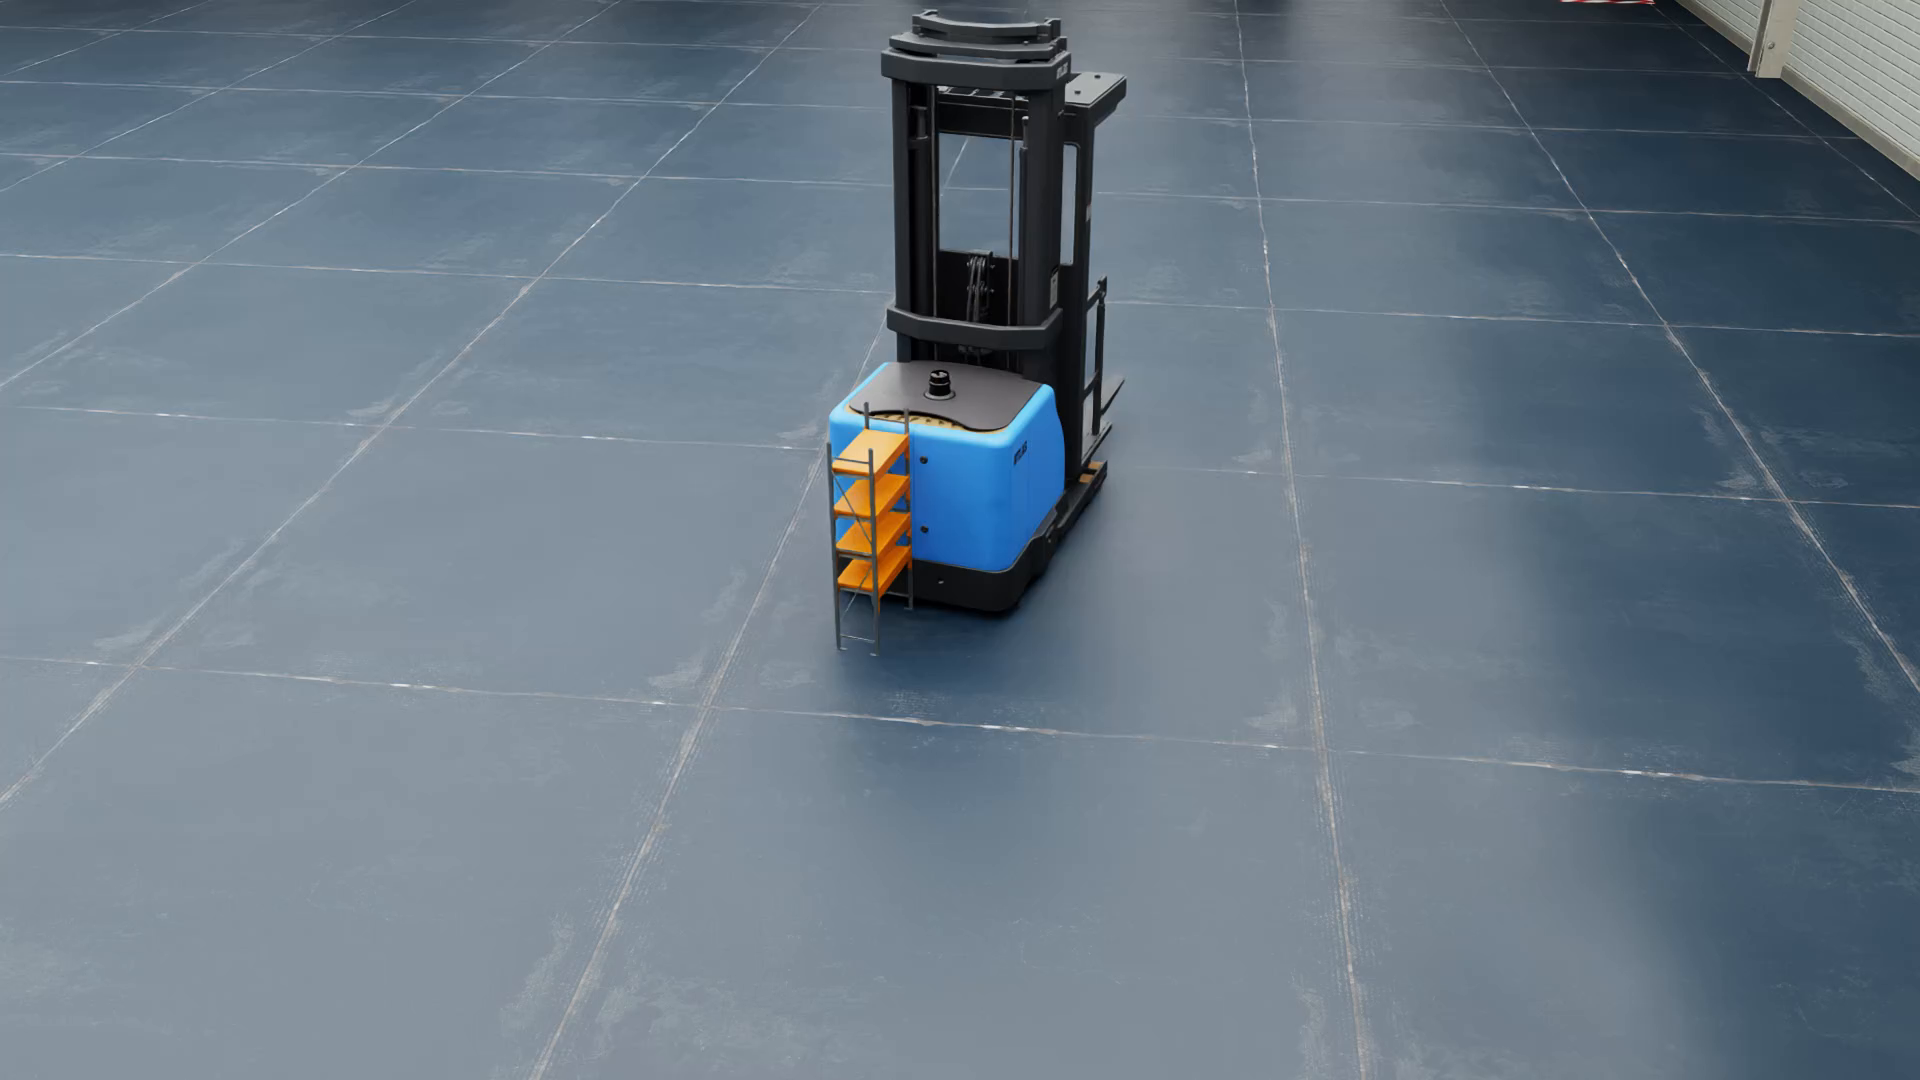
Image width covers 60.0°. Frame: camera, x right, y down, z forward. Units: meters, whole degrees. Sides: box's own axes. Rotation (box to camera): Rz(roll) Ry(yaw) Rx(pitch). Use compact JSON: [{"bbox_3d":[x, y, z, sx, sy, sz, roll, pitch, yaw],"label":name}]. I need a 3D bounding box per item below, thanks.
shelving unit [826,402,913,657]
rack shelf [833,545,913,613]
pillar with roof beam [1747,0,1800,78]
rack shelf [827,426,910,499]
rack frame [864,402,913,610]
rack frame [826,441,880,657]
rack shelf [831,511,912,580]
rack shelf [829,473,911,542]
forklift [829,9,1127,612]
[{"bbox_3d":[-0.453,-0.050,8.569,0.258,1.200,0.503,9,31,17],"label":"shelving unit"},{"bbox_3d":[-0.451,0.182,8.699,0.258,0.148,0.480,9,31,17],"label":"rack shelf"},{"bbox_3d":[5.564,-9.908,18.653,9.100,9.000,0.400,3,28,6],"label":"pillar with roof beam"},{"bbox_3d":[-0.455,-0.393,8.376,0.258,0.148,0.480,9,31,17],"label":"rack shelf"},{"bbox_3d":[-0.373,-0.163,8.769,0.240,1.200,0.015,9,31,17],"label":"rack frame"},{"bbox_3d":[-0.533,0.063,8.368,0.240,1.200,0.015,9,31,17],"label":"rack frame"},{"bbox_3d":[-0.453,0.009,8.602,0.258,0.148,0.480,9,31,17],"label":"rack shelf"},{"bbox_3d":[-0.454,-0.187,8.492,0.258,0.148,0.480,9,31,17],"label":"rack shelf"},{"bbox_3d":[0.279,-1.589,9.609,1.130,2.935,3.031,10,30,18],"label":"forklift"}]
